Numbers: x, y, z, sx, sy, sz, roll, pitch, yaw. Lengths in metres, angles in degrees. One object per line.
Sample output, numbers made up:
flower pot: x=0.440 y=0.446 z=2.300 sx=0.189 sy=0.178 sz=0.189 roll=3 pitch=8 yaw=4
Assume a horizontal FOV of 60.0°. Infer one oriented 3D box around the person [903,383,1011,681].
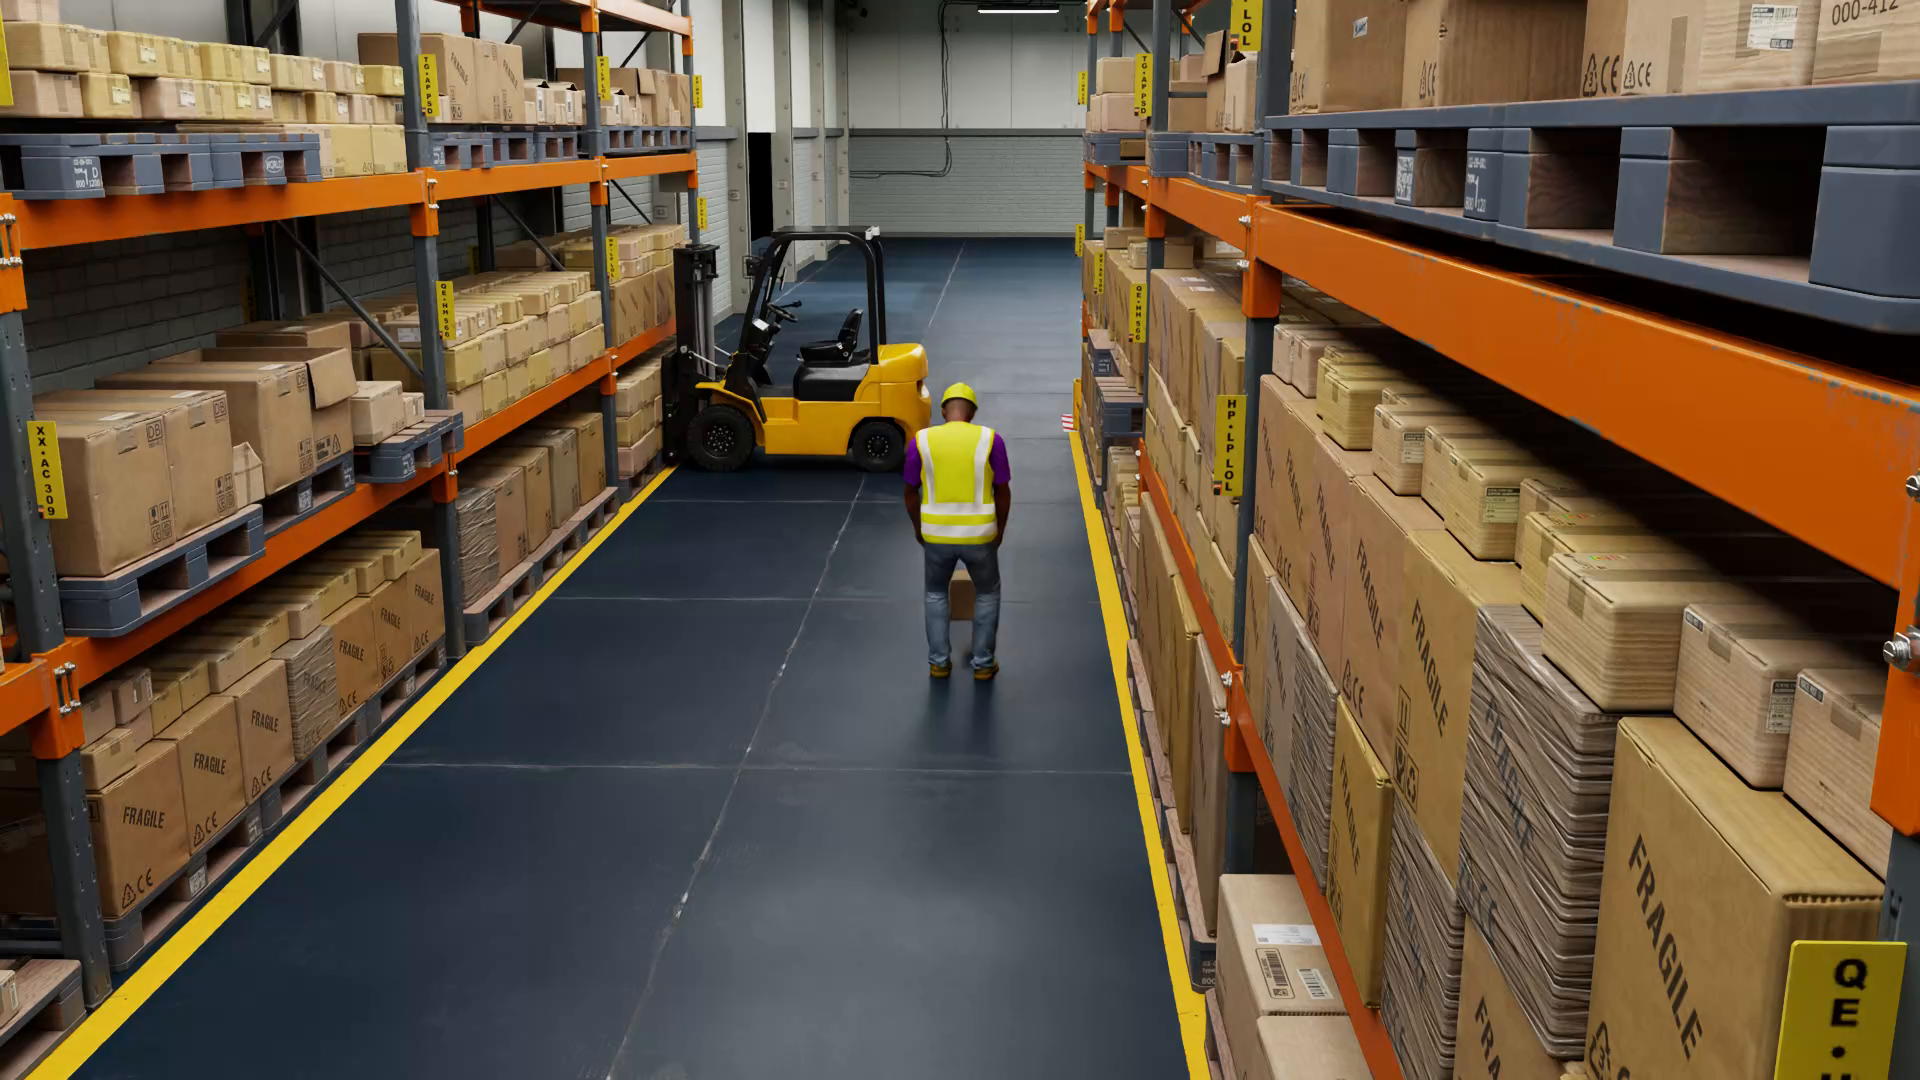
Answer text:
person: x=-0.020 y=-0.047 z=9.383 sx=0.610 sy=1.651 sz=0.554 roll=2 pitch=14 yaw=8
